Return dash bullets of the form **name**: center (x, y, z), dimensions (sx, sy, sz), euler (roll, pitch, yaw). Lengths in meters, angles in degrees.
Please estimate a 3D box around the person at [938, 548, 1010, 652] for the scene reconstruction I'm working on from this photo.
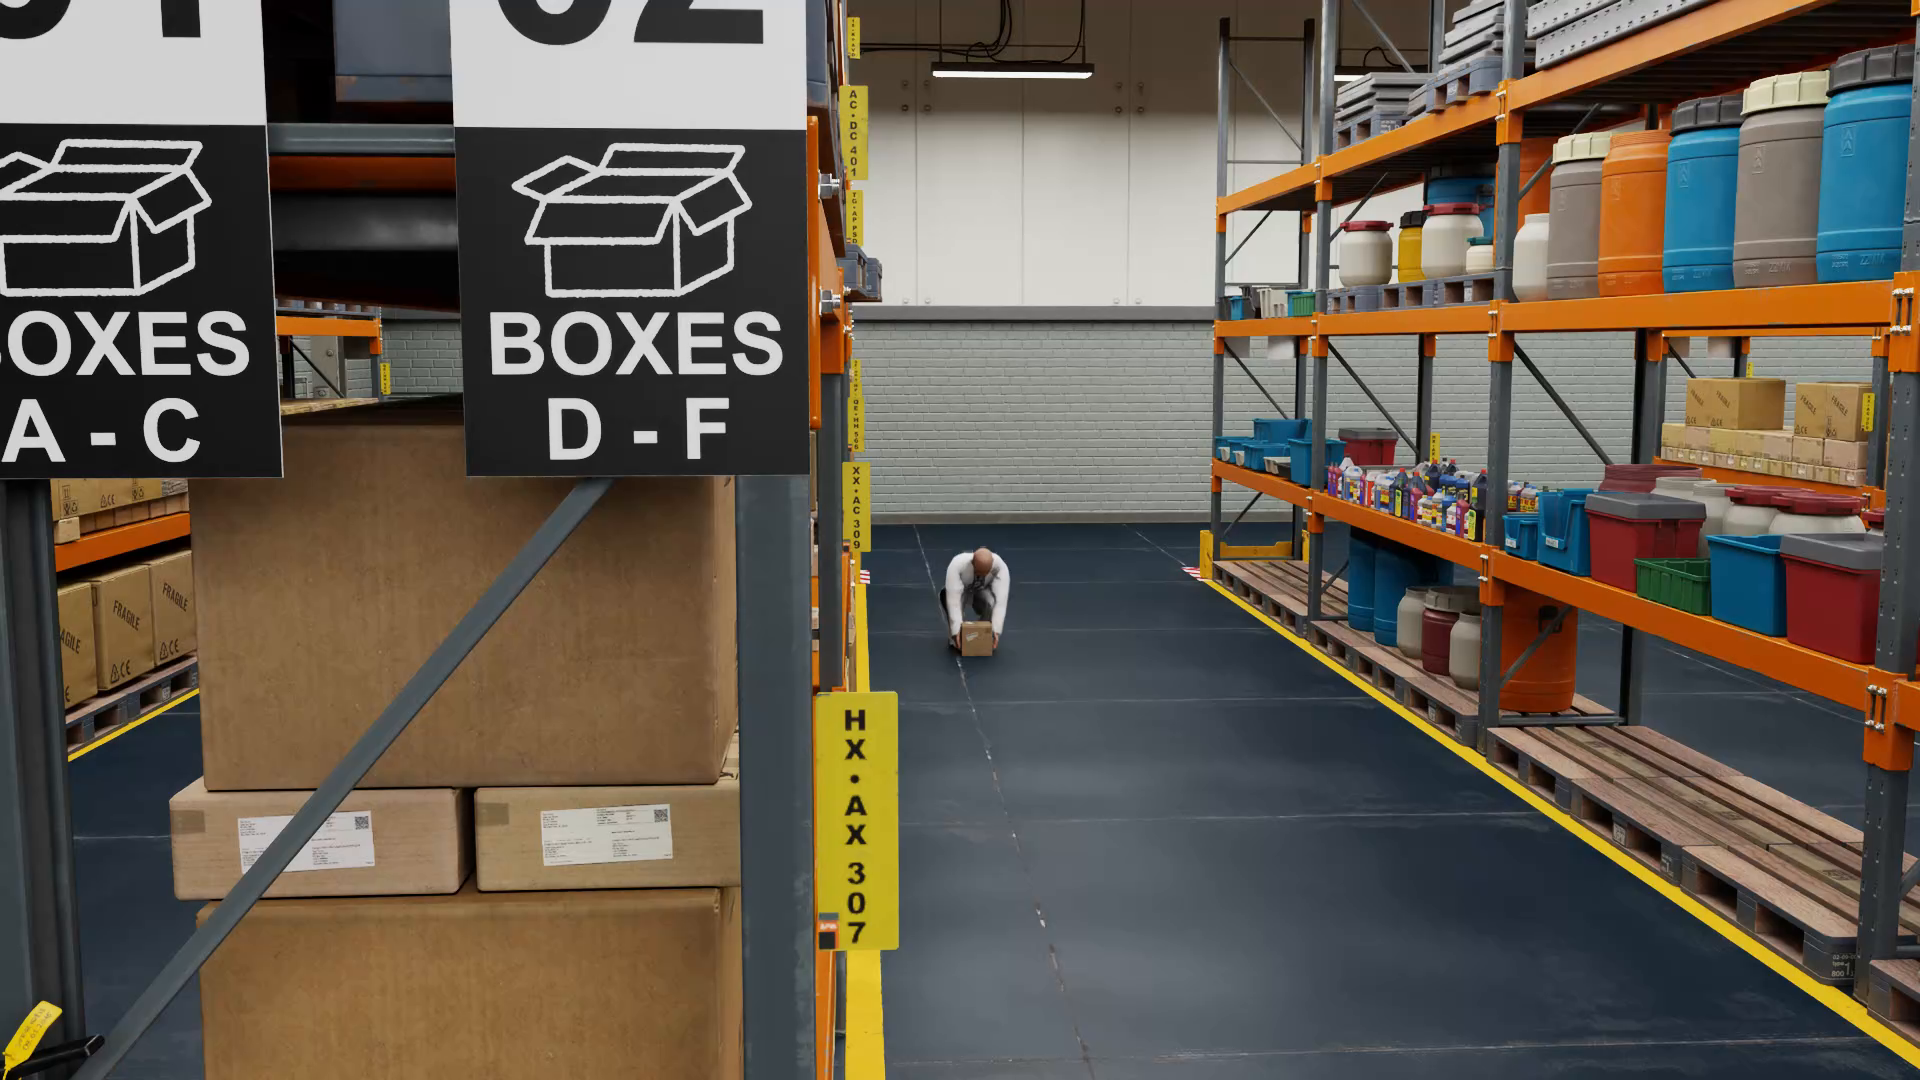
- **person**: center (0.115, 0.484, 14.154), dimensions (0.599, 0.862, 0.879), euler (0, 7, -4)
